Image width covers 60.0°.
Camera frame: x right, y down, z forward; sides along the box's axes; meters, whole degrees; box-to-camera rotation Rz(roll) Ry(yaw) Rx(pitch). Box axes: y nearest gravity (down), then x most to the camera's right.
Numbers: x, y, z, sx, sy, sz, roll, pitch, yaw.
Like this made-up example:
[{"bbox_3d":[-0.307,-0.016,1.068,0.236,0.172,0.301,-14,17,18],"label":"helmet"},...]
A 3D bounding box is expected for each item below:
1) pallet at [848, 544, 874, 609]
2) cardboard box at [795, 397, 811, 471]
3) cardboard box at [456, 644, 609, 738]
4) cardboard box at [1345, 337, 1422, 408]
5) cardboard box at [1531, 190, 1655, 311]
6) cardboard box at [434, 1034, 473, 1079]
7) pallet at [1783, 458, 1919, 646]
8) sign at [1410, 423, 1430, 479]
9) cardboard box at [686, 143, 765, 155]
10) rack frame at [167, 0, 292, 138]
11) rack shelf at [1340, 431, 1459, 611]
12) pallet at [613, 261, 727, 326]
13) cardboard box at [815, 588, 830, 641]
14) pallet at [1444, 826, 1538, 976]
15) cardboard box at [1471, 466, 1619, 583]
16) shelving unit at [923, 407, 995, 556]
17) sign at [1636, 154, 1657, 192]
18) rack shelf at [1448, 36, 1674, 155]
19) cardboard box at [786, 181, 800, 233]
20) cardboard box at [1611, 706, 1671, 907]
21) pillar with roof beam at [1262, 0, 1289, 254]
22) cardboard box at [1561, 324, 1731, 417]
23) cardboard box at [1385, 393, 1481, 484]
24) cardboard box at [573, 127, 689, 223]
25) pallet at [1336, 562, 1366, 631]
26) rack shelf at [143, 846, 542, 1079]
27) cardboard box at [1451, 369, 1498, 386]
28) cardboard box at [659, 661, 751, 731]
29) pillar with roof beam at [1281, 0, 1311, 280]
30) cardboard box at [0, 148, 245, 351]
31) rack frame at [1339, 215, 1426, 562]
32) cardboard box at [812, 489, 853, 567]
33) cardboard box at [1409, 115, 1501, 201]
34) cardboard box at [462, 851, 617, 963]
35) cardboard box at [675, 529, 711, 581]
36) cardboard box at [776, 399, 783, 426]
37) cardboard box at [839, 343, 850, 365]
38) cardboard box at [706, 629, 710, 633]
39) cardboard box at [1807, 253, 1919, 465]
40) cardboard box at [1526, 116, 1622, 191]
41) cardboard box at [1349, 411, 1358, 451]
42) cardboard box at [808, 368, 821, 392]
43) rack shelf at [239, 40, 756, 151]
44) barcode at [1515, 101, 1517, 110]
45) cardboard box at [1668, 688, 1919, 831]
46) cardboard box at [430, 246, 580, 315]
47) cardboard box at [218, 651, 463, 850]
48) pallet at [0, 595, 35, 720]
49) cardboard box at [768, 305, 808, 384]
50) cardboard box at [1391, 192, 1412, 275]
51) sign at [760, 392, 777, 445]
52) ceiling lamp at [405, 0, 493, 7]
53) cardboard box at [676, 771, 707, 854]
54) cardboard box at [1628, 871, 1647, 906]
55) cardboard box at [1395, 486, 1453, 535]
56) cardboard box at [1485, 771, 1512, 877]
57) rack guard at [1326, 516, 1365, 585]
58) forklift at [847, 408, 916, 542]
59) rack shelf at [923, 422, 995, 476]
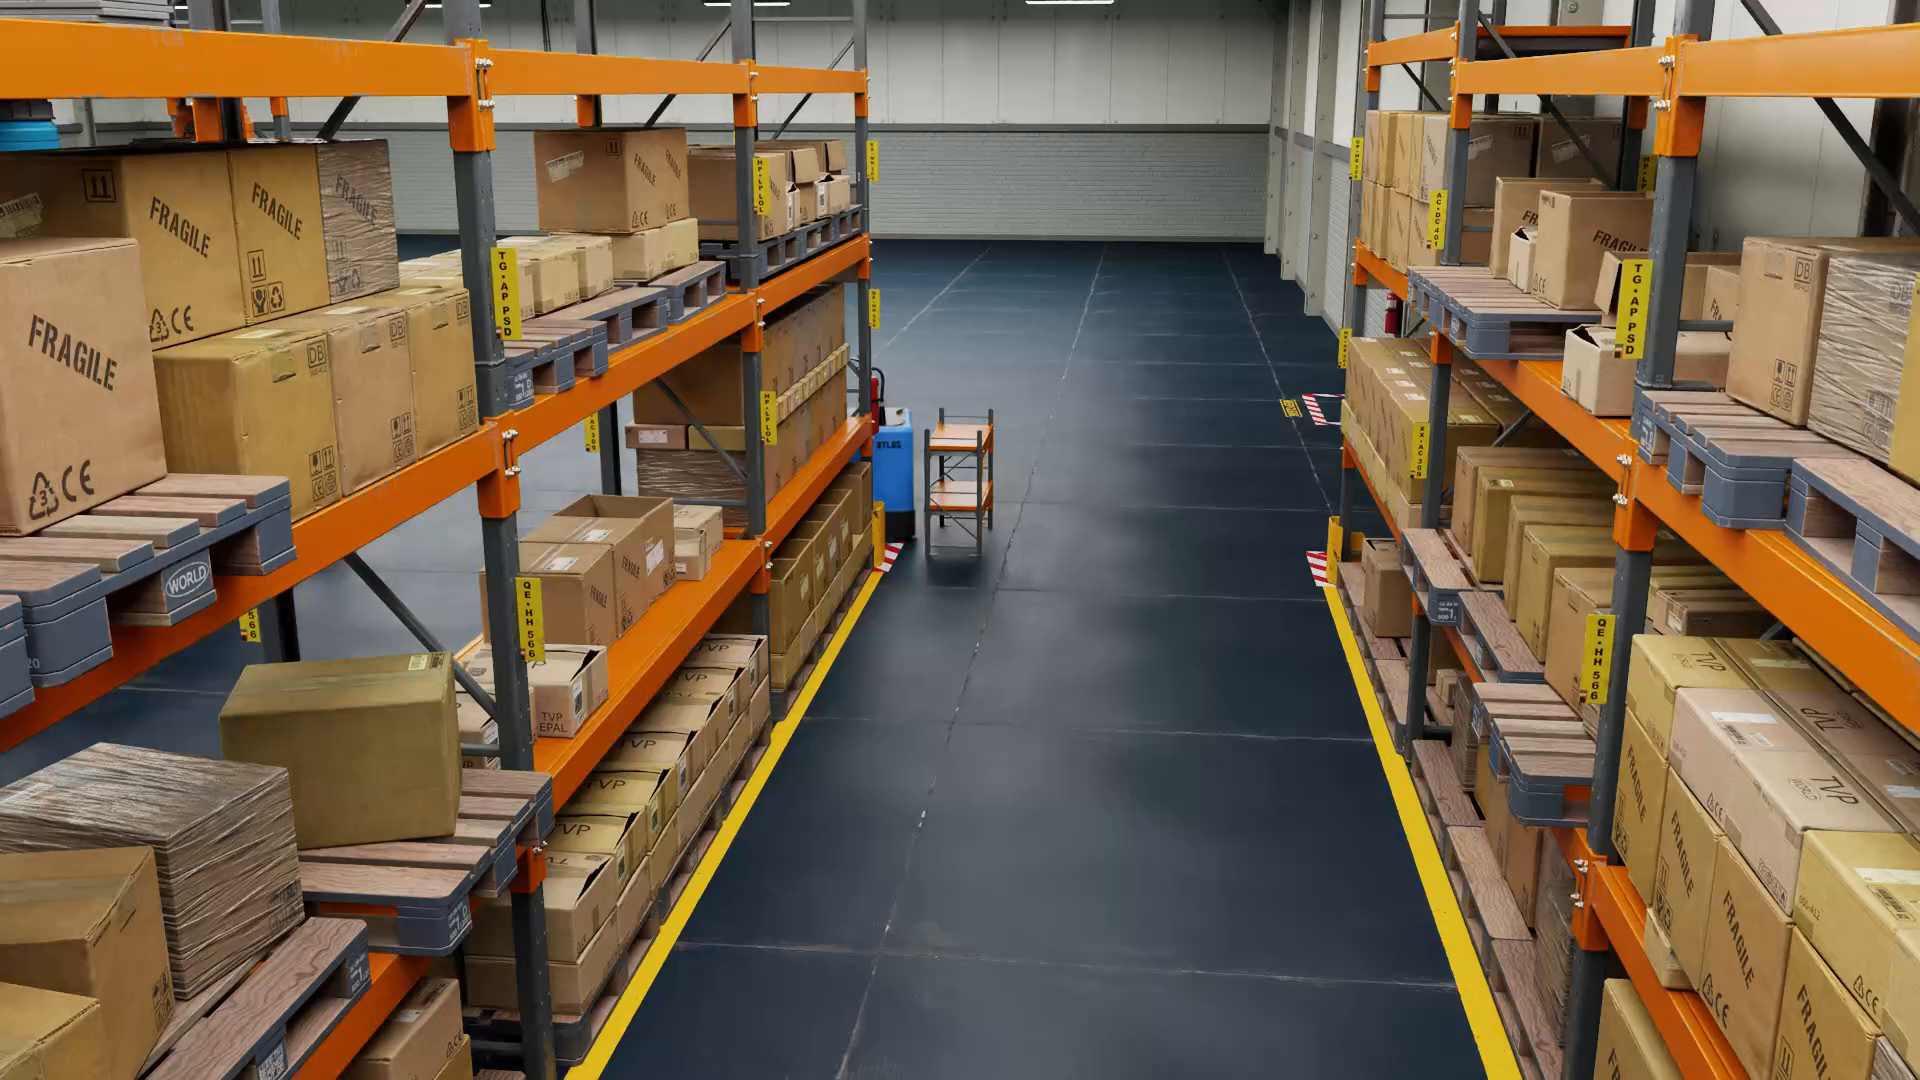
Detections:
[{"bbox_3d":[-1.297,0.278,13.731,1.003,0.211,1.213,2,15,6],"label":"pallet"},{"bbox_3d":[-1.489,-0.794,12.160,0.700,0.500,0.500,2,15,8],"label":"cardboard box"},{"bbox_3d":[-1.861,0.624,7.280,0.500,0.311,0.500,2,15,6],"label":"cardboard box"},{"bbox_3d":[3.318,-1.307,13.063,0.500,0.500,0.500,2,15,6],"label":"cardboard box"},{"bbox_3d":[2.939,-1.325,7.574,0.500,0.500,0.500,1,15,4],"label":"cardboard box"},{"bbox_3d":[-2.027,2.051,5.778,0.500,0.500,0.500,2,15,8],"label":"cardboard box"},{"bbox_3d":[2.625,0.054,3.832,1.003,0.211,1.213,2,15,9],"label":"pallet"},{"bbox_3d":[2.679,-0.518,9.671,0.100,0.325,0.005,2,15,6],"label":"sign"},{"bbox_3d":[-1.711,-2.612,12.064,0.500,0.500,0.500,2,15,6],"label":"cardboard box"},{"bbox_3d":[-6.173,-4.311,13.865,1.000,3.000,0.127,2,15,6],"label":"rack frame"},{"bbox_3d":[3.445,-0.257,11.745,1.077,0.370,4.000,2,15,6],"label":"rack shelf"},{"bbox_3d":[-1.790,-1.357,9.054,0.805,0.209,1.217,1,15,4],"label":"pallet"},{"bbox_3d":[-1.227,0.524,11.942,0.500,0.250,0.500,2,15,6],"label":"cardboard box"},{"bbox_3d":[2.998,1.780,8.176,1.003,0.211,1.213,2,15,6],"label":"pallet"},{"bbox_3d":[3.058,-0.071,8.642,0.700,0.500,0.500,3,15,12],"label":"cardboard box"},{"bbox_3d":[-0.001,-0.541,15.009,0.538,1.125,1.048,2,15,6],"label":"shelving unit"},{"bbox_3d":[3.771,-1.958,9.165,0.100,0.325,0.005,2,15,6],"label":"sign"},{"bbox_3d":[2.993,-1.923,7.177,1.077,0.370,4.000,2,15,6],"label":"rack shelf"},{"bbox_3d":[-1.324,-2.169,10.788,0.500,0.311,0.500,1,15,3],"label":"cardboard box"},{"bbox_3d":[2.459,0.869,5.403,0.500,0.500,0.500,2,15,8],"label":"cardboard box"},{"bbox_3d":[3.559,-11.720,41.264,9.100,9.000,0.548,2,15,6],"label":"pillar with roof beam"},{"bbox_3d":[2.581,-0.658,6.233,0.500,0.311,0.500,2,15,6],"label":"cardboard box"},{"bbox_3d":[3.016,-0.646,10.618,0.500,0.500,0.500,2,15,6],"label":"cardboard box"},{"bbox_3d":[-1.812,-2.012,9.156,0.500,0.500,0.500,2,15,7],"label":"cardboard box"},{"bbox_3d":[3.535,0.452,13.085,1.003,0.211,1.213,2,15,6],"label":"pallet"},{"bbox_3d":[-2.380,1.673,4.607,1.077,0.370,4.000,2,15,6],"label":"rack shelf"},{"bbox_3d":[3.651,-0.899,11.552,0.500,0.500,0.500,2,15,7],"label":"cardboard box"},{"bbox_3d":[-1.517,0.872,9.580,0.500,0.311,0.500,2,15,8],"label":"cardboard box"},{"bbox_3d":[2.882,-10.164,35.509,9.100,9.000,0.400,2,15,6],"label":"pillar with roof beam"},{"bbox_3d":[-2.325,-0.795,4.500,0.500,0.500,0.500,2,15,6],"label":"cardboard box"},{"bbox_3d":[3.670,-1.123,13.569,1.000,3.000,0.127,2,15,6],"label":"rack frame"},{"bbox_3d":[-1.115,-0.098,12.804,0.500,0.500,0.500,2,15,6],"label":"cardboard box"},{"bbox_3d":[3.058,-2.355,10.234,0.500,0.500,0.500,3,15,9],"label":"cardboard box"},{"bbox_3d":[-1.804,1.534,7.133,0.500,0.311,0.500,2,15,8],"label":"cardboard box"},{"bbox_3d":[-1.620,0.068,9.423,0.396,0.266,0.258,1,15,5],"label":"cardboard box"},{"bbox_3d":[-1.397,-0.856,11.147,0.380,0.149,0.250,2,15,6],"label":"cardboard box"},{"bbox_3d":[-1.106,-1.525,13.620,0.380,0.149,0.250,1,15,5],"label":"cardboard box"},{"bbox_3d":[-1.868,0.767,11.041,0.500,0.250,0.500,2,15,6],"label":"cardboard box"},{"bbox_3d":[2.762,-0.490,4.448,0.700,0.500,0.500,1,15,3],"label":"cardboard box"},{"bbox_3d":[3.558,-2.193,9.634,0.500,0.500,0.500,2,15,7],"label":"cardboard box"},{"bbox_3d":[3.255,-0.808,12.653,0.500,0.250,0.500,1,15,5],"label":"cardboard box"},{"bbox_3d":[-1.251,-1.189,12.378,0.380,0.149,0.250,2,15,8],"label":"cardboard box"},{"bbox_3d":[-1.929,-2.068,7.713,1.077,0.370,4.000,2,15,6],"label":"rack shelf"},{"bbox_3d":[4.087,-3.193,12.220,0.001,0.075,0.075,2,15,6],"label":"barcode"},{"bbox_3d":[2.400,0.638,4.820,0.500,0.250,0.500,1,15,5],"label":"cardboard box"},{"bbox_3d":[-2.042,-1.175,7.498,0.500,0.250,0.500,1,15,5],"label":"cardboard box"},{"bbox_3d":[-2.114,0.722,5.748,0.700,0.500,0.500,-3,16,-13],"label":"cardboard box"},{"bbox_3d":[-2.463,0.320,2.846,1.213,0.211,1.003,2,15,6],"label":"pallet"},{"bbox_3d":[-1.490,-1.411,11.956,0.700,0.500,0.500,2,15,6],"label":"cardboard box"},{"bbox_3d":[3.125,-2.005,10.856,0.500,0.500,0.500,1,15,4],"label":"cardboard box"},{"bbox_3d":[-1.163,-0.738,10.078,0.100,0.325,0.005,2,15,6],"label":"sign"},{"bbox_3d":[-11.837,-13.979,38.436,2.000,3.185,0.800,2,15,6],"label":"ceiling lamp"},{"bbox_3d":[-1.637,1.406,8.679,0.500,0.250,0.500,2,15,7],"label":"cardboard box"},{"bbox_3d":[2.500,1.142,5.635,0.380,0.149,0.250,1,15,5],"label":"cardboard box"},{"bbox_3d":[2.971,-0.155,10.237,0.500,0.250,0.500,2,15,6],"label":"cardboard box"},{"bbox_3d":[3.046,1.367,8.307,0.700,0.500,0.500,2,15,7],"label":"cardboard box"},{"bbox_3d":[3.662,0.103,13.822,1.175,0.500,0.348,2,15,6],"label":"rack guard"},{"bbox_3d":[-1.937,-1.488,15.051,3.031,2.935,1.130,-1,15,-3],"label":"forklift"},{"bbox_3d":[-0.001,-0.824,14.932,0.538,0.278,1.000,2,15,6],"label":"rack shelf"}]
